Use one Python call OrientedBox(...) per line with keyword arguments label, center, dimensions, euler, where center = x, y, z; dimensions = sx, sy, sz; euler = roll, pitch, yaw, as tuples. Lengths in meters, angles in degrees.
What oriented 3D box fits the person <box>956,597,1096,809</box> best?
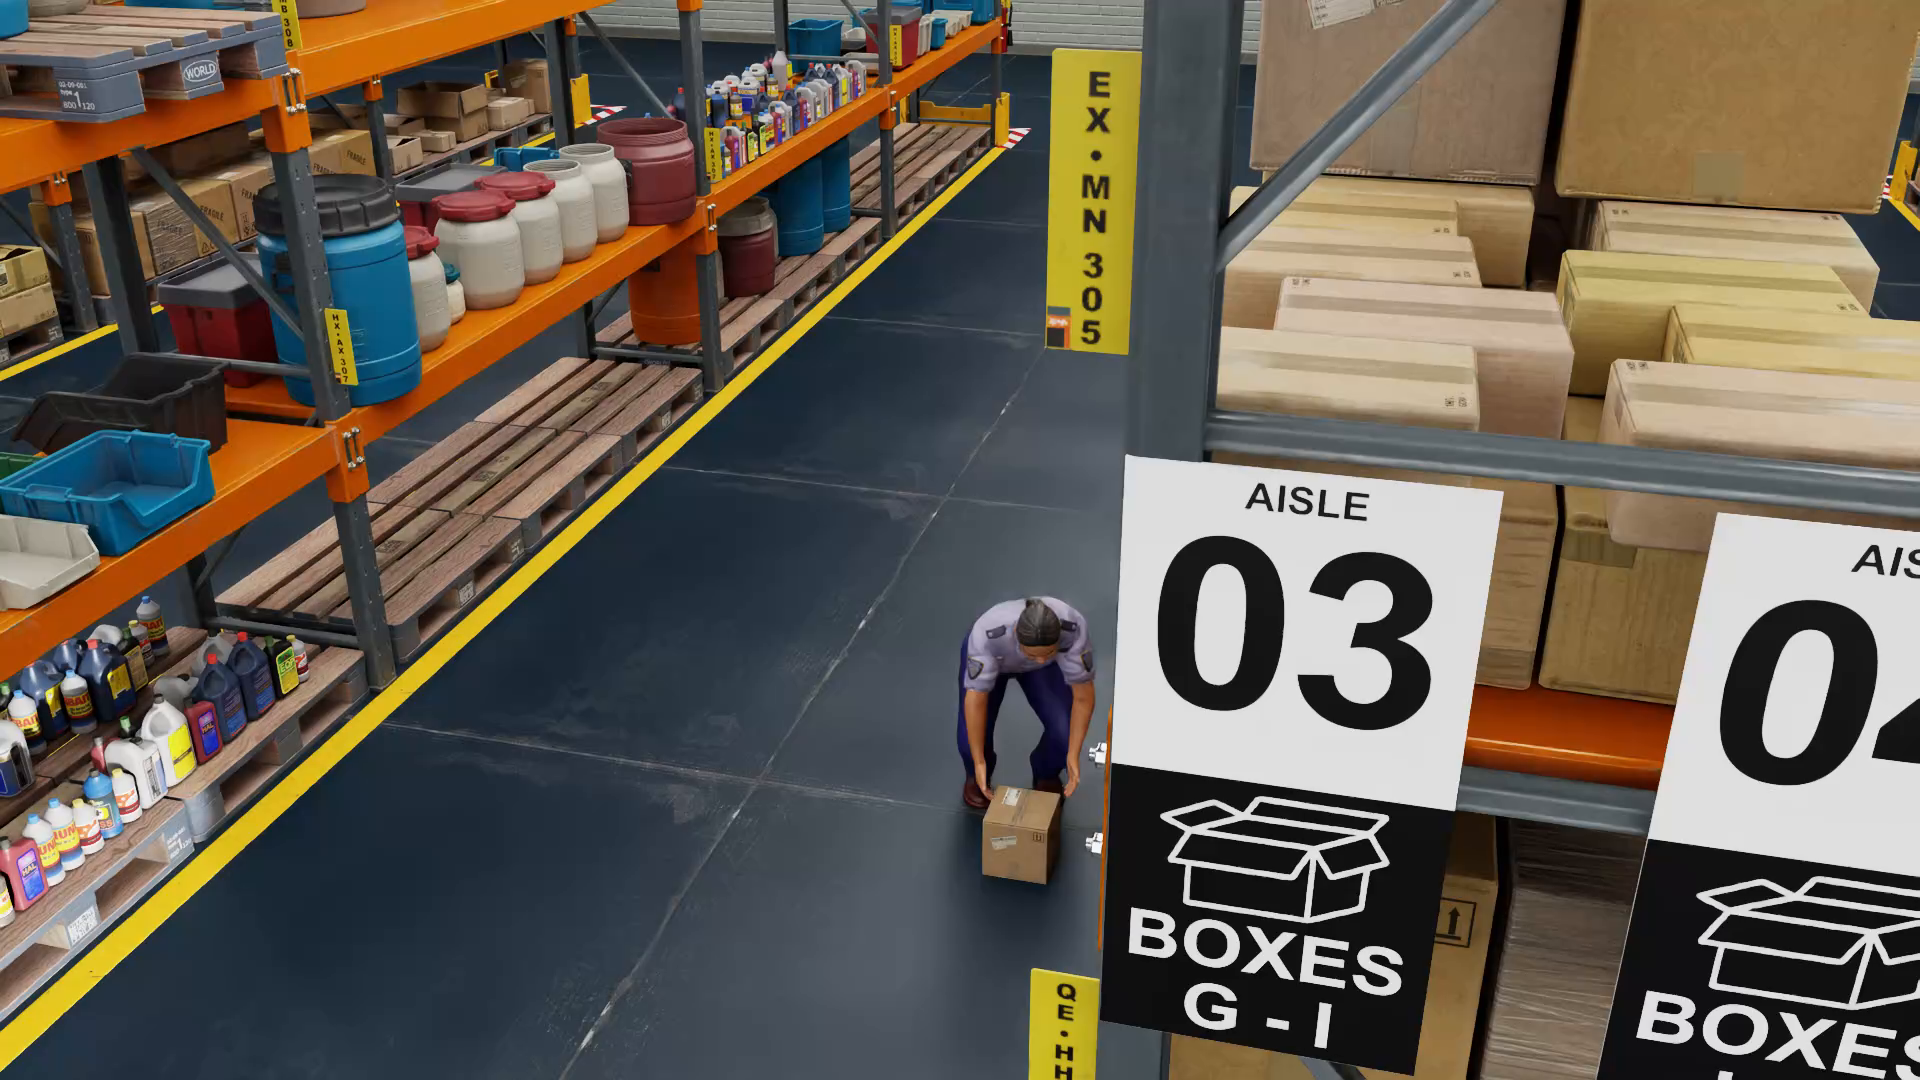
OrientedBox(label="person", center=(0.249, 0.592, 6.576), dimensions=(0.535, 1.060, 0.785), euler=(-1, 25, -2))
